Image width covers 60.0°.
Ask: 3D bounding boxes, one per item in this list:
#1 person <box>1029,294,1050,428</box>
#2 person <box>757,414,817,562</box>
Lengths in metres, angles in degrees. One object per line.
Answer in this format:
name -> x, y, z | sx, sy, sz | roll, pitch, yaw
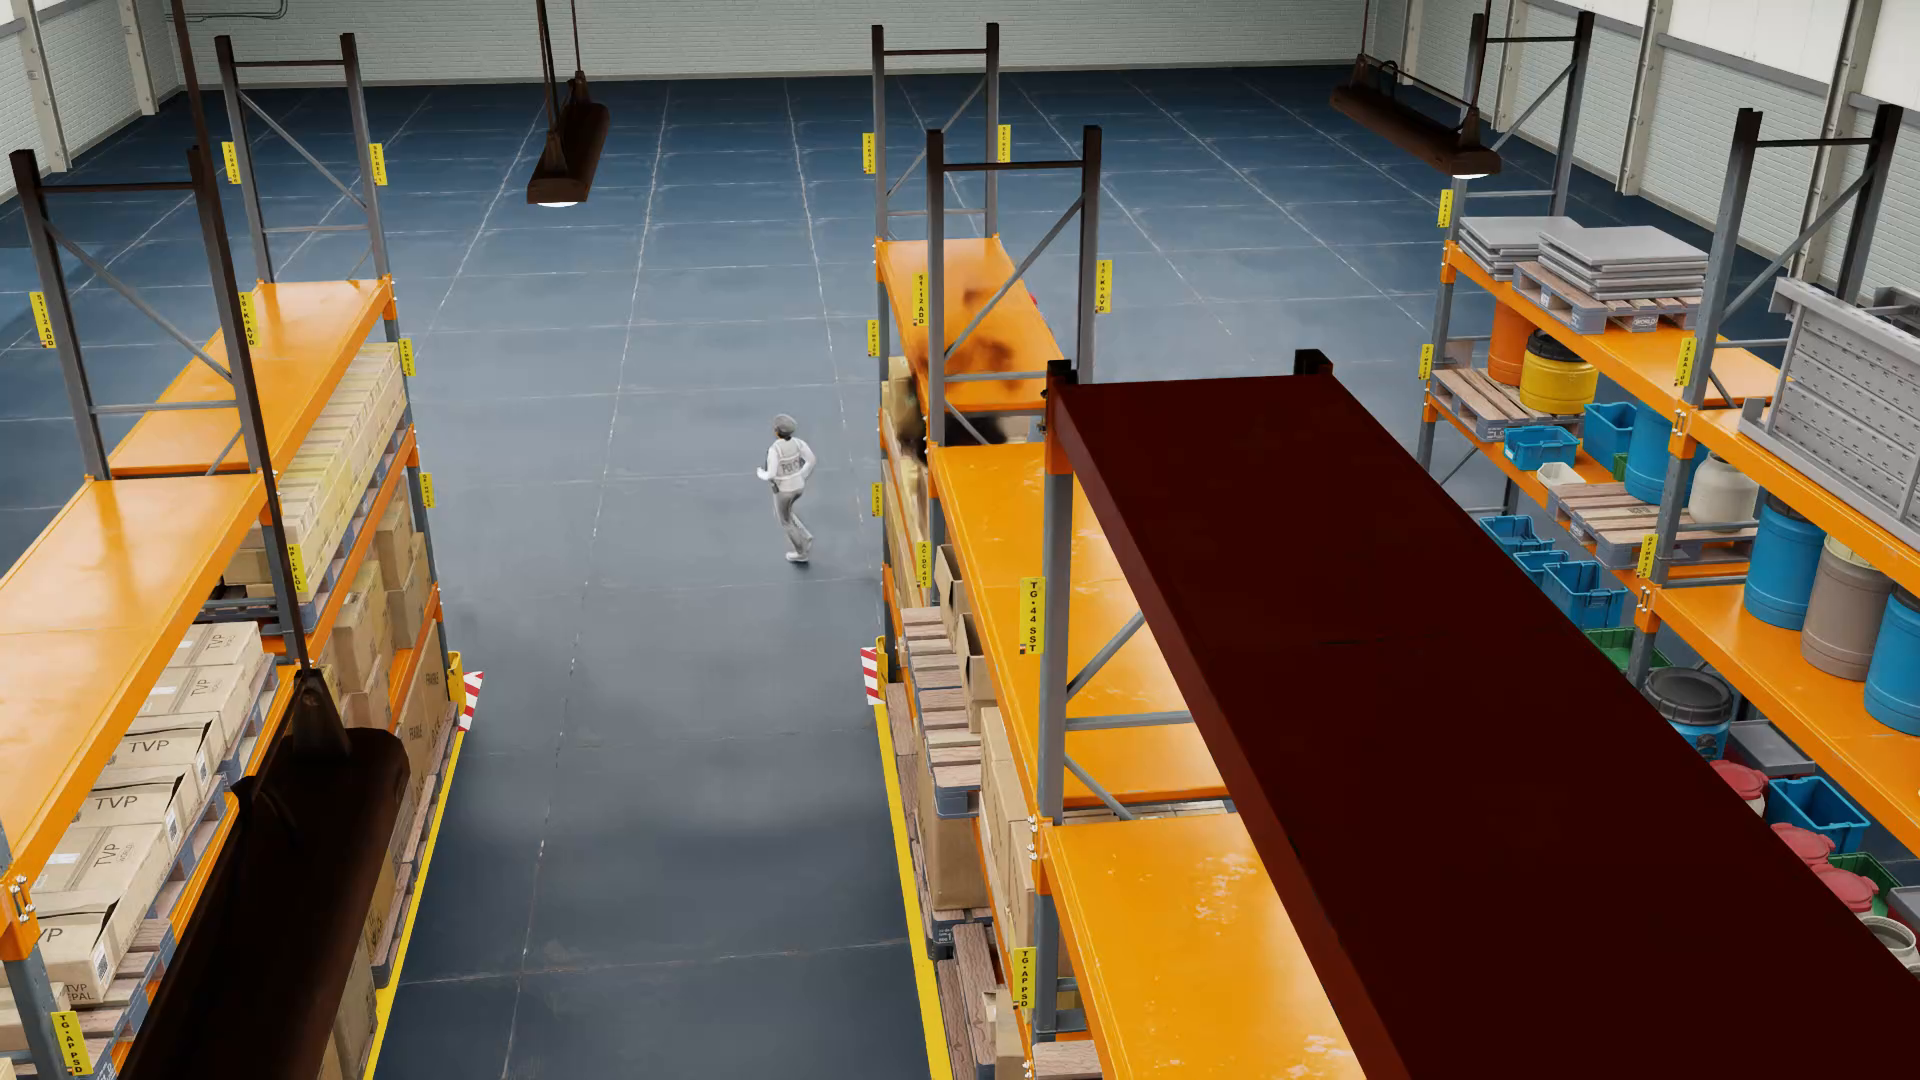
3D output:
person -> 0.833, -2.271, 21.175 | 0.828, 1.795, 0.651 | 9, 27, 18
person -> -1.894, -0.559, 17.745 | 0.542, 1.666, 0.598 | 17, 30, 32
